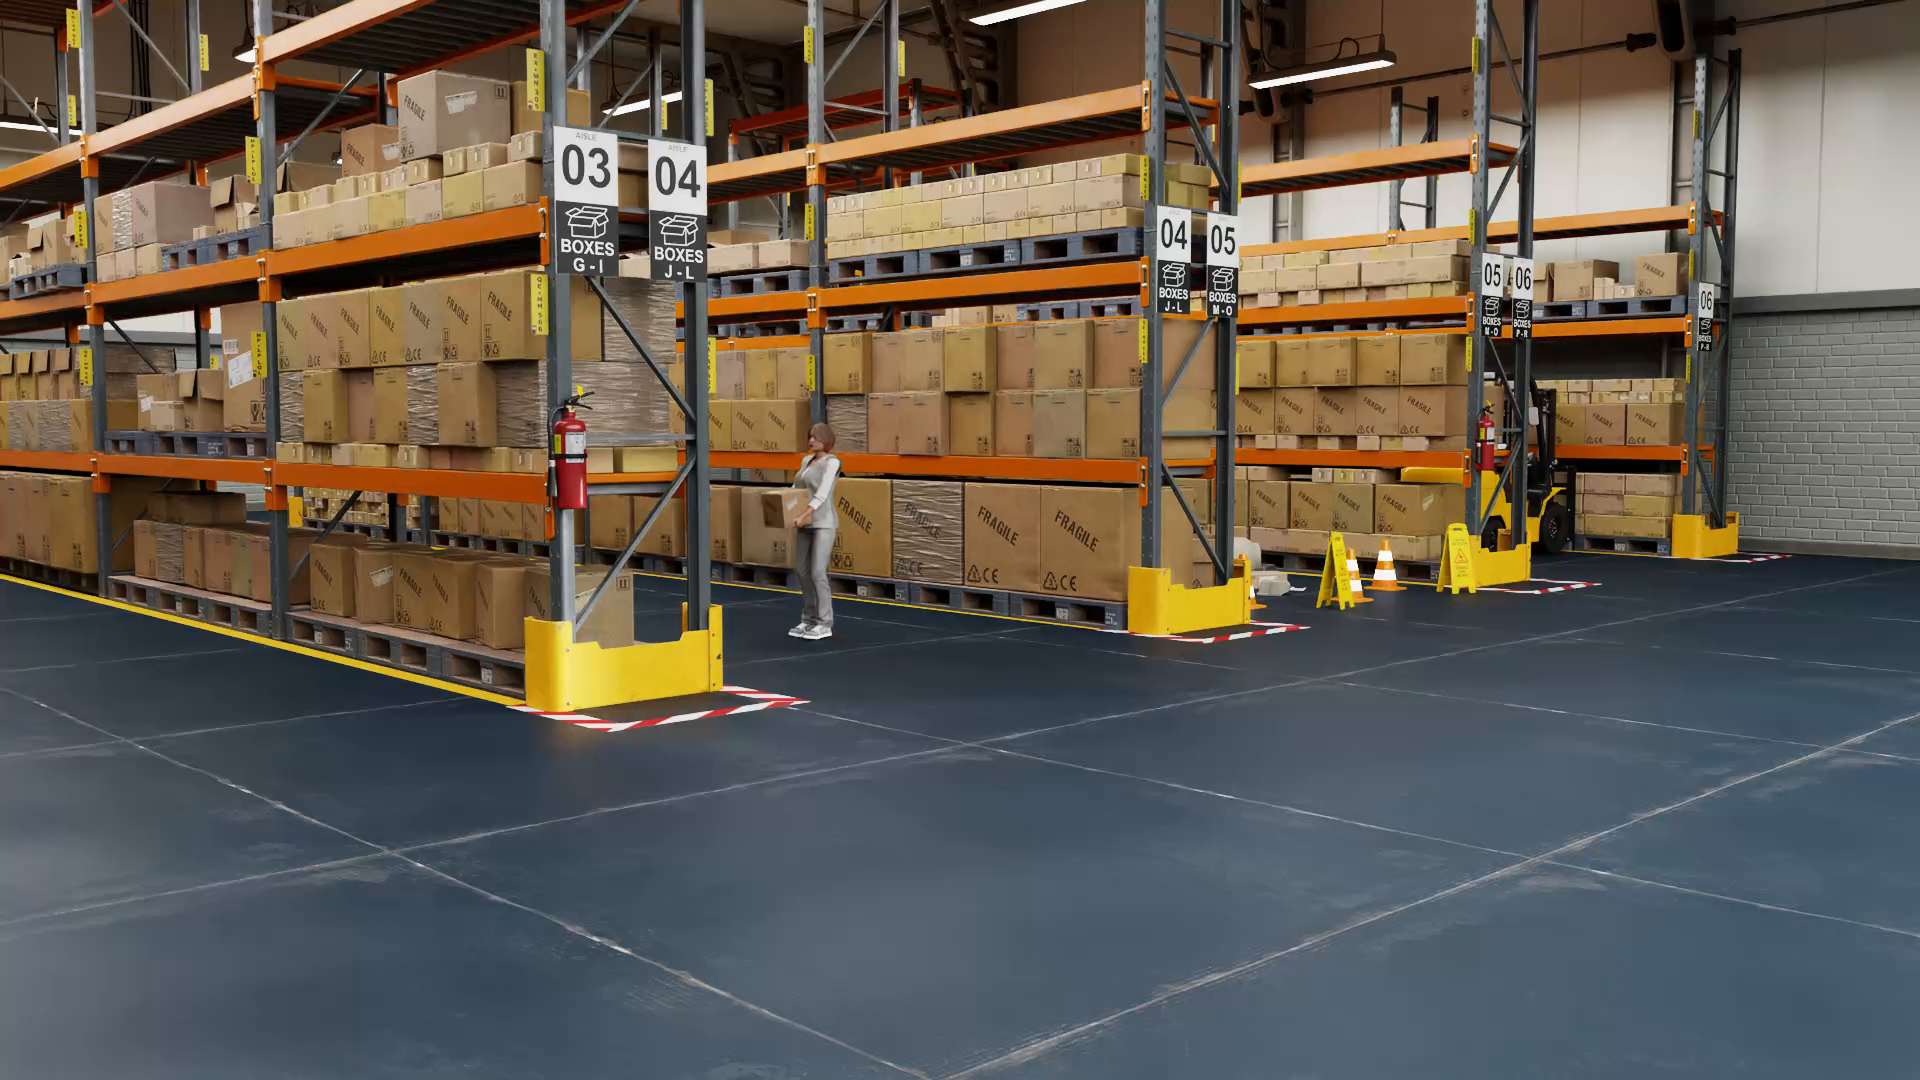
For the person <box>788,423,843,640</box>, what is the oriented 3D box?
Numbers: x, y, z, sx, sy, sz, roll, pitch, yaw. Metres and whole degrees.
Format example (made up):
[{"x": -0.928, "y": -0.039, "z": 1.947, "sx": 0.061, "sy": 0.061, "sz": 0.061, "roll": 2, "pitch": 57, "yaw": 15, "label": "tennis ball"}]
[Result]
[{"x": -1.131, "y": -0.068, "z": 12.257, "sx": 0.490, "sy": 1.592, "sz": 0.405, "roll": -4, "pitch": 6, "yaw": -43, "label": "person"}]
